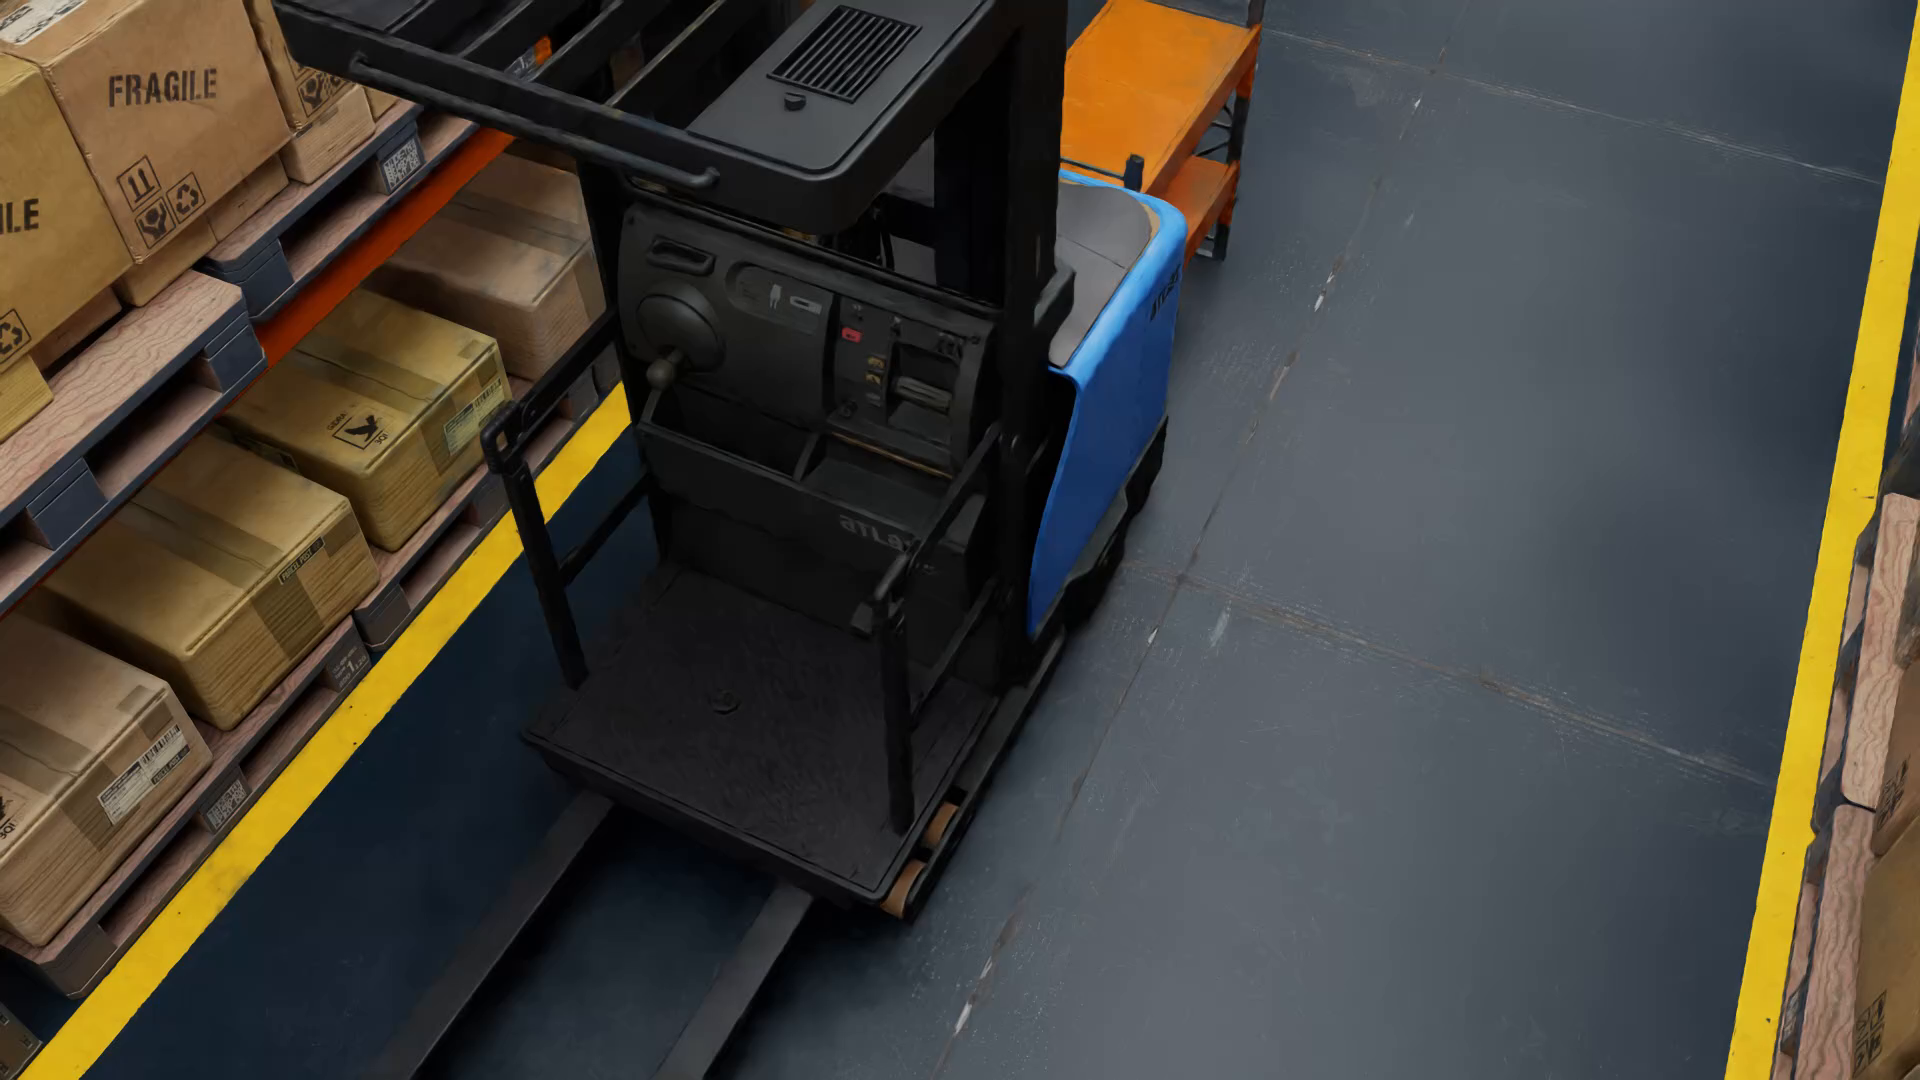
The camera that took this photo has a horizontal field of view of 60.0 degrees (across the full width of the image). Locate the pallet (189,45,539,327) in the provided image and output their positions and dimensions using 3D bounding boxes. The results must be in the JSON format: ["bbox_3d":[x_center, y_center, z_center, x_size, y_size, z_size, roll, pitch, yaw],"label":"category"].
[{"bbox_3d":[-1.874,-1.141,4.377,1.003,0.211,1.213,20,52,16],"label":"pallet"}]

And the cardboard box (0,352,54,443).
[{"bbox_3d":[-2.137,-0.327,3.448,0.380,0.149,0.250,21,53,17],"label":"cardboard box"}]

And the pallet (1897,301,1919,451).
[{"bbox_3d":[3.778,-0.565,5.592,1.003,0.211,1.213,20,52,16],"label":"pallet"}]

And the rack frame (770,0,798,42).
[{"bbox_3d":[-1.065,-2.579,5.475,1.000,3.000,0.127,20,52,16],"label":"rack frame"}]

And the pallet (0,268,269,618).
[{"bbox_3d":[-2.316,-0.242,3.612,1.003,0.211,1.213,20,52,16],"label":"pallet"}]

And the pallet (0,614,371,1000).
[{"bbox_3d":[-2.443,0.542,4.650,1.003,0.211,1.213,20,52,16],"label":"pallet"}]

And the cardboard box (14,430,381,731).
[{"bbox_3d":[-2.248,0.032,4.703,0.950,0.372,0.625,23,53,18],"label":"cardboard box"}]

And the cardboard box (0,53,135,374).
[{"bbox_3d":[-2.101,-0.665,3.309,0.500,0.500,0.500,20,52,16],"label":"cardboard box"}]

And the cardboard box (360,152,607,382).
[{"bbox_3d":[-1.623,-0.967,5.553,0.950,0.372,0.625,19,52,15],"label":"cardboard box"}]

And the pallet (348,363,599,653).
[{"bbox_3d":[-1.923,-0.301,5.368,1.003,0.211,1.213,20,52,16],"label":"pallet"}]

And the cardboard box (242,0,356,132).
[{"bbox_3d":[-1.668,-1.358,3.899,0.500,0.500,0.500,18,52,15],"label":"cardboard box"}]

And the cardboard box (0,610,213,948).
[{"bbox_3d":[-2.552,0.529,4.280,0.950,0.372,0.625,20,53,17],"label":"cardboard box"}]

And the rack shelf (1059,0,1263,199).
[{"bbox_3d":[0.521,-1.327,5.256,0.538,0.278,1.000,21,53,17],"label":"rack shelf"}]

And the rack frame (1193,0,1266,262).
[{"bbox_3d":[0.751,-1.482,5.773,0.500,1.125,0.032,21,53,17],"label":"rack frame"}]

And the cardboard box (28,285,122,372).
[{"bbox_3d":[-2.086,-0.547,3.635,0.380,0.149,0.250,23,53,18],"label":"cardboard box"}]

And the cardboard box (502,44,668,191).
[{"bbox_3d":[-1.315,-1.478,5.988,0.950,0.372,0.625,17,52,14],"label":"cardboard box"}]

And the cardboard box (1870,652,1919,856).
[{"bbox_3d":[2.874,0.544,4.101,0.875,0.625,0.625,21,53,17],"label":"cardboard box"}]

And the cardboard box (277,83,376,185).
[{"bbox_3d":[-1.670,-1.046,4.060,0.380,0.149,0.250,22,53,17],"label":"cardboard box"}]

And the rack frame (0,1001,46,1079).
[{"bbox_3d":[-2.774,0.175,3.132,1.000,3.000,0.127,20,52,16],"label":"rack frame"}]

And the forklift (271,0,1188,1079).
[{"bbox_3d":[-0.465,-0.349,3.623,1.130,2.935,3.031,21,53,17],"label":"forklift"}]

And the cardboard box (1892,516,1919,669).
[{"bbox_3d":[3.146,0.092,4.486,0.875,0.625,0.625,21,53,17],"label":"cardboard box"}]

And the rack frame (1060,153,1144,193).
[{"bbox_3d":[0.291,-0.792,5.185,0.500,1.125,0.032,21,53,17],"label":"rack frame"}]

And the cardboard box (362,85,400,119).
[{"bbox_3d":[-1.583,-1.239,4.224,0.380,0.149,0.250,18,52,15],"label":"cardboard box"}]

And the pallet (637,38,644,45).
[{"bbox_3d":[-0.660,-2.194,6.978,1.003,0.211,1.213,20,52,16],"label":"pallet"}]

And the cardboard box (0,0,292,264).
[{"bbox_3d":[-1.877,-1.000,3.595,0.500,0.500,0.500,20,52,16],"label":"cardboard box"}]

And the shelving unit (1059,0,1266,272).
[{"bbox_3d":[0.521,-1.137,5.479,0.538,1.125,1.048,21,53,17],"label":"shelving unit"}]

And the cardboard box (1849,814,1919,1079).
[{"bbox_3d":[2.586,1.008,3.706,0.875,0.625,0.625,18,52,15],"label":"cardboard box"}]

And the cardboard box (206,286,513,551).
[{"bbox_3d":[-1.953,-0.447,5.110,0.950,0.372,0.625,21,53,17],"label":"cardboard box"}]

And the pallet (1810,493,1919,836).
[{"bbox_3d":[3.037,0.491,4.694,1.003,0.211,1.213,20,52,16],"label":"pallet"}]

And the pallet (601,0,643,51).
[{"bbox_3d":[-1.273,-1.992,5.101,1.213,0.211,1.003,20,52,16],"label":"pallet"}]

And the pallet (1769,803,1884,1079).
[{"bbox_3d":[2.515,1.328,3.981,1.003,0.211,1.213,20,52,16],"label":"pallet"}]

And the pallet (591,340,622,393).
[{"bbox_3d":[-1.400,-1.138,6.080,1.003,0.211,1.213,20,52,16],"label":"pallet"}]

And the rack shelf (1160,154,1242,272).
[{"bbox_3d":[0.521,-0.979,5.665,0.538,0.278,1.000,21,53,17],"label":"rack shelf"}]

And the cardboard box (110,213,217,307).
[{"bbox_3d":[-1.938,-0.710,3.774,0.380,0.149,0.250,21,53,17],"label":"cardboard box"}]

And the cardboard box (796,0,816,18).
[{"bbox_3d":[-0.695,-2.476,6.506,0.875,0.875,0.875,19,52,16],"label":"cardboard box"}]

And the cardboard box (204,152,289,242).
[{"bbox_3d":[-1.831,-0.880,3.918,0.380,0.149,0.250,20,53,16],"label":"cardboard box"}]

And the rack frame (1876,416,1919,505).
[{"bbox_3d":[3.424,-0.967,4.103,1.000,3.000,0.127,20,52,16],"label":"rack frame"}]
